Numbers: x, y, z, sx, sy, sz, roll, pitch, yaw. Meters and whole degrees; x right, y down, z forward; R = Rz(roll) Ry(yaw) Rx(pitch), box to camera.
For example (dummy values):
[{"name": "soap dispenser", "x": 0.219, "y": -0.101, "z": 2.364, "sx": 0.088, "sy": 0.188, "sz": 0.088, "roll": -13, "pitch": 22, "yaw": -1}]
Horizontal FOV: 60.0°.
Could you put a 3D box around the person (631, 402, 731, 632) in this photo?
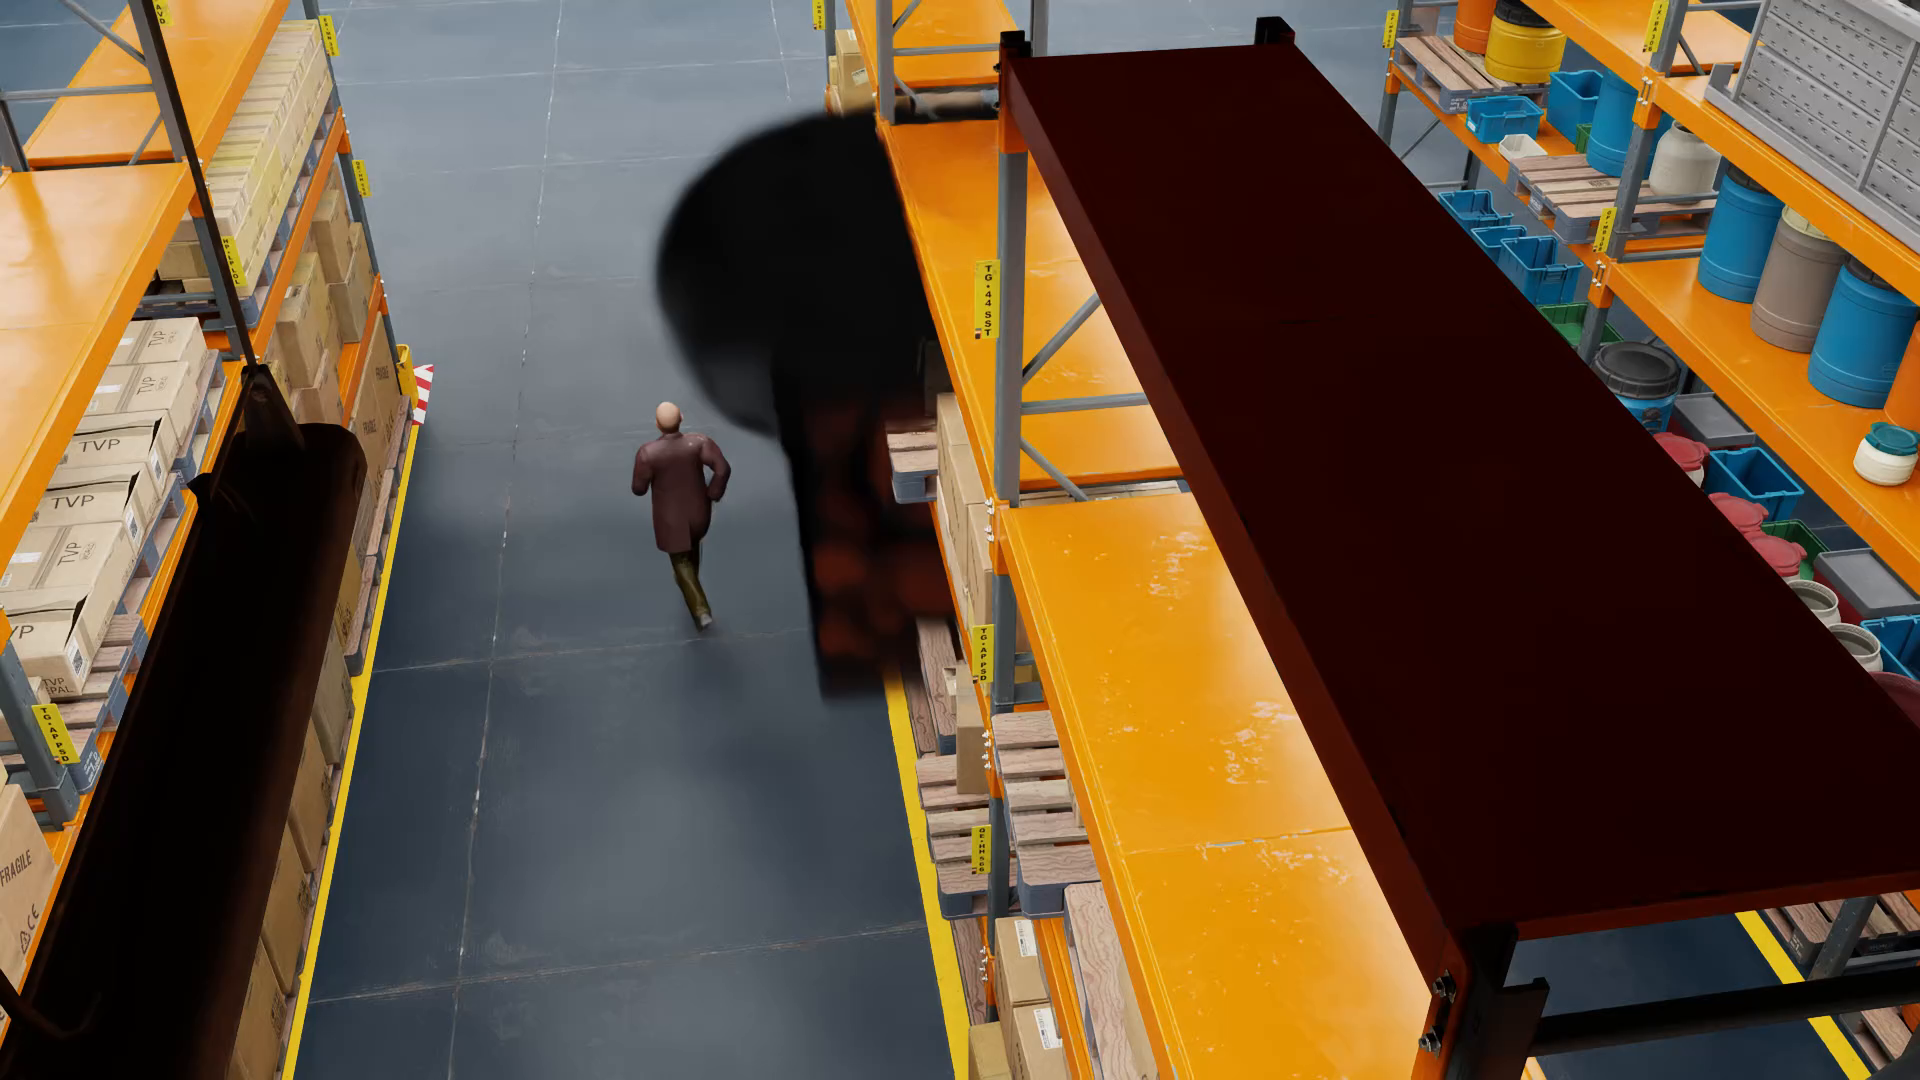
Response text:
[{"name": "person", "x": -1.977, "y": -0.154, "z": 11.944, "sx": 0.668, "sy": 1.780, "sz": 1.046, "roll": -17, "pitch": 40, "yaw": -22}]
